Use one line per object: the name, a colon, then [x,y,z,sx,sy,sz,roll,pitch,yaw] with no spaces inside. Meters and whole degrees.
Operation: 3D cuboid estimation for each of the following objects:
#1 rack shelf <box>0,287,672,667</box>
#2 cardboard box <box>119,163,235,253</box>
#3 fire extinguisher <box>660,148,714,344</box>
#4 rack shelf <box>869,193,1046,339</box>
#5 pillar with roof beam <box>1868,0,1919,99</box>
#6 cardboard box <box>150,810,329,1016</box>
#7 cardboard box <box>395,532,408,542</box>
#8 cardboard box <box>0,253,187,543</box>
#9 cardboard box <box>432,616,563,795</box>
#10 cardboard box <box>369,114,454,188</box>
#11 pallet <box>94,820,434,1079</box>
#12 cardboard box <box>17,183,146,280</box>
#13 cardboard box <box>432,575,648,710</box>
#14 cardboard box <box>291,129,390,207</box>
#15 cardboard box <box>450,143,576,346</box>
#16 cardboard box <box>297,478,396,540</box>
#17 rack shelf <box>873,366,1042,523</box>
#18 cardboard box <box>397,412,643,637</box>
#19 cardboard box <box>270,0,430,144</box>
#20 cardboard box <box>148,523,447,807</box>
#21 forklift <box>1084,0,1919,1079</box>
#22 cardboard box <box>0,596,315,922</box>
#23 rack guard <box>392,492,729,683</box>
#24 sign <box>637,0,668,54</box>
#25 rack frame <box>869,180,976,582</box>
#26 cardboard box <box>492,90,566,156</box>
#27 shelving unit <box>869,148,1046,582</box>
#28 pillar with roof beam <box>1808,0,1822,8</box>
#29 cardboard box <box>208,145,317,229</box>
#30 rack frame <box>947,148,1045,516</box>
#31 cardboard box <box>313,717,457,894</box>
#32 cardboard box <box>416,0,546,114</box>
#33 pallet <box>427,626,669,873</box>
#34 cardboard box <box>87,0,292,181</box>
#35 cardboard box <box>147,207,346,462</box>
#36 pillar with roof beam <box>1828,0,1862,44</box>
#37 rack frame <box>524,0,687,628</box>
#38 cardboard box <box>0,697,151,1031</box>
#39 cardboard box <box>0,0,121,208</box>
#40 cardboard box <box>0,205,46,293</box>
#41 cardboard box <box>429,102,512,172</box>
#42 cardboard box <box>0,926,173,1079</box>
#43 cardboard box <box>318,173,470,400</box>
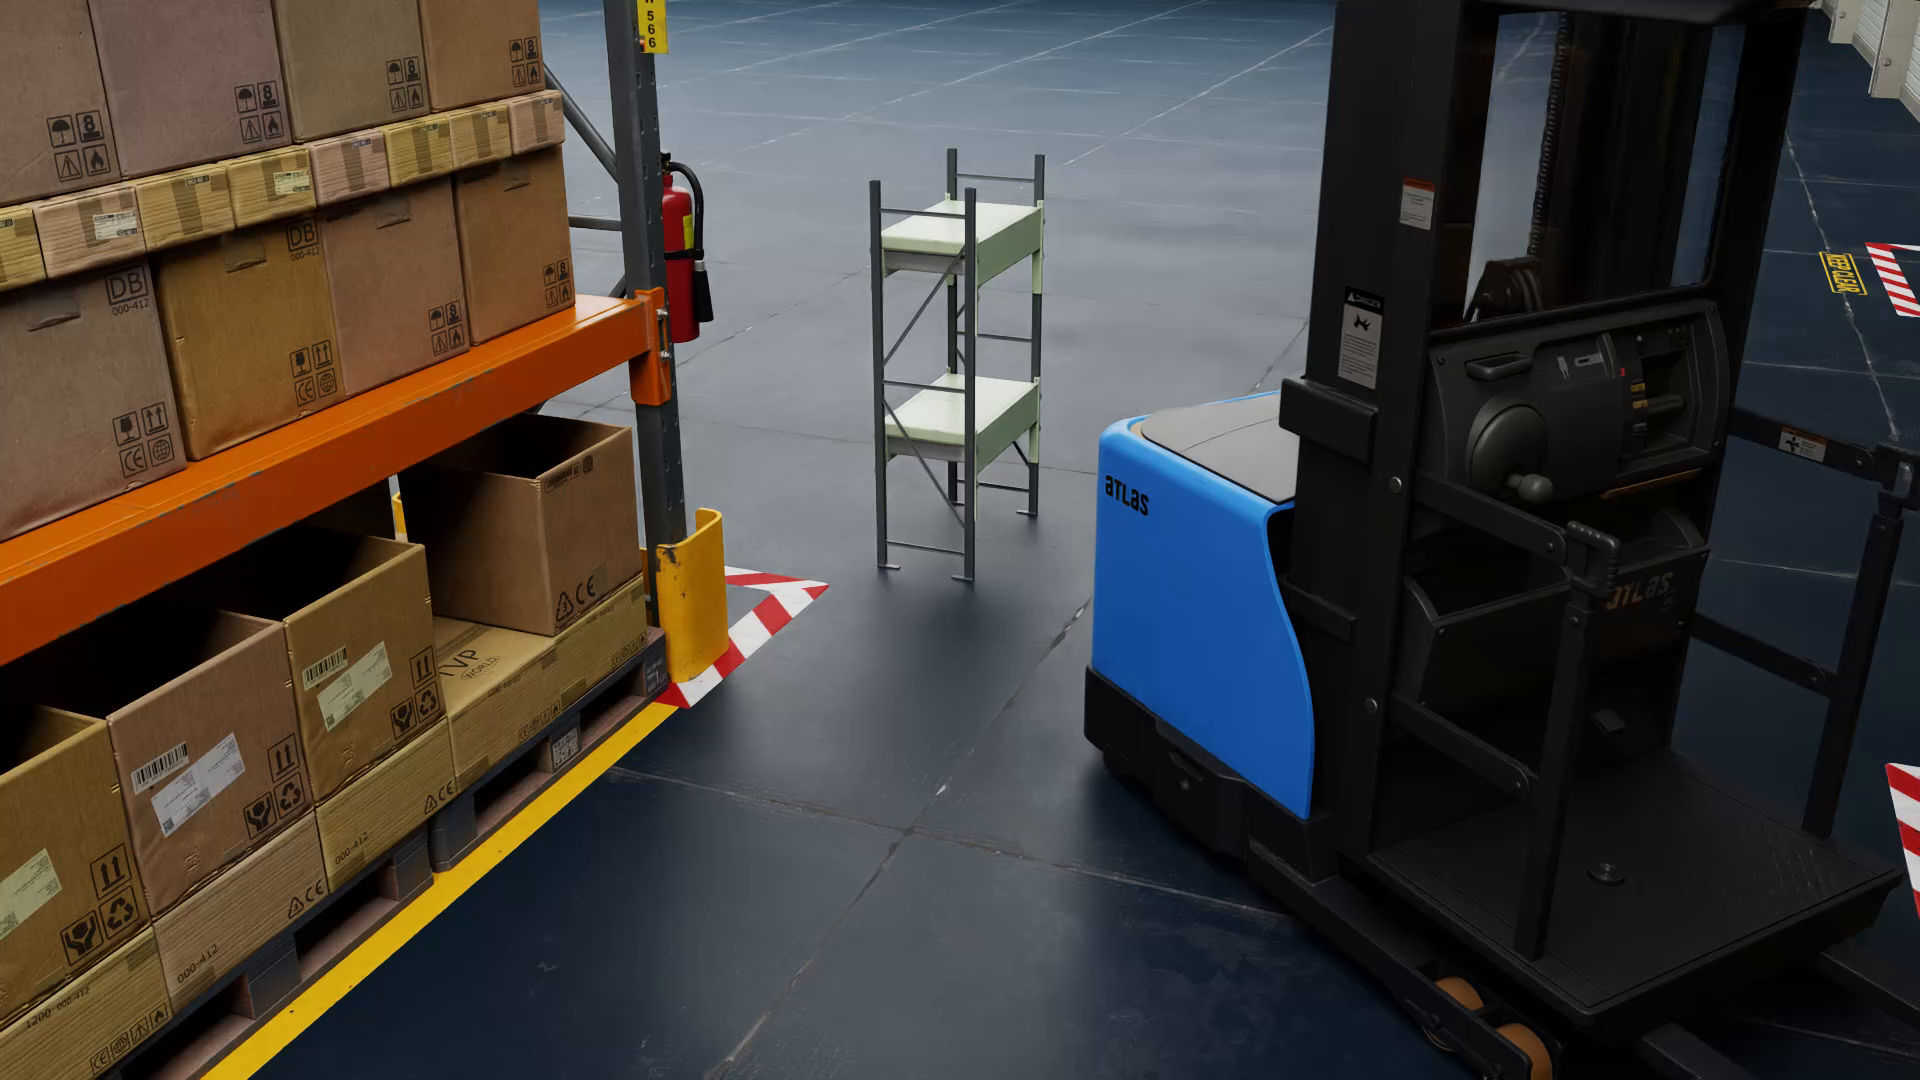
rack shelf: [-2.149,0.016,3.753,1.077,0.370,4.000,9,24,20]
cardboard box: [-1.851,-0.749,3.681,0.380,0.149,0.250,9,24,22]
fire extinguisher: [-0.931,-0.971,5.284,0.296,0.674,0.183,9,24,20]
rack shelf: [0.002,-1.055,6.316,0.431,0.370,0.720,9,24,20]
pillar with roof beam: [6.427,-9.775,18.477,9.100,9.000,0.400,9,24,20]
cardboard box: [-1.877,0.816,3.926,0.500,0.250,0.500,9,24,20]
cardboard box: [-1.812,0.204,5.393,0.500,0.250,0.500,9,24,20]
cardboard box: [-2.164,-0.358,3.585,0.700,0.500,0.500,10,24,22]
cardboard box: [-1.505,0.459,4.783,0.500,0.250,0.500,9,24,20]
cardboard box: [-1.562,-1.027,4.347,0.380,0.149,0.250,8,24,19]
pallet: [-2.106,0.970,4.154,1.003,0.211,1.213,9,24,20]
cardboard box: [-1.945,-0.657,3.461,0.380,0.149,0.250,8,24,19]
cardboard box: [-1.331,0.278,5.216,0.500,0.250,0.500,9,24,20]
cardboard box: [-1.657,-0.938,4.132,0.380,0.149,0.250,9,24,21]
cardboard box: [-1.591,-0.912,4.912,0.700,0.500,0.500,9,24,20]
cardboard box: [-1.996,0.037,4.820,0.500,0.500,0.500,9,24,20]
rack shelf: [0.002,-0.394,6.592,0.431,0.370,0.720,9,24,20]
cardboard box: [-1.329,-0.068,5.070,0.500,0.500,0.500,9,24,20]
cardboard box: [-1.801,-1.303,4.165,0.700,0.500,0.500,8,24,19]
cardboard box: [-1.687,0.292,4.209,0.500,0.500,0.500,9,24,20]
forklift: [1.544,-0.295,3.654,1.130,2.935,3.031,-12,26,-27]
cardboard box: [-1.874,0.471,3.781,0.500,0.500,0.500,9,24,20]
rack guard: [-1.397,0.113,5.830,1.175,0.500,0.348,9,24,20]
sign: [-0.907,-1.592,4.861,0.100,0.325,0.005,9,24,20]
rack frame: [-0.133,-0.563,6.153,0.400,1.500,0.023,9,24,20]
cardboard box: [-1.371,-1.213,4.790,0.380,0.149,0.250,8,24,19]
shelving unit: [0.002,-0.694,6.467,0.431,1.500,0.755,9,24,20]
pillar with roof beam: [10.884,-14.069,28.757,9.100,9.000,0.400,9,24,20]
cardboard box: [-1.755,-0.844,3.907,0.380,0.149,0.250,10,25,22]
rack frame: [0.138,-0.825,6.780,0.400,1.500,0.023,9,24,20]
cardboard box: [-1.690,0.638,4.354,0.500,0.250,0.500,9,24,20]
cardboard box: [-1.611,-1.492,4.617,0.700,0.500,0.500,9,24,20]
pallet: [-1.651,0.535,5.195,1.003,0.211,1.213,9,24,20]
cardboard box: [-1.988,-1.122,3.733,0.700,0.500,0.500,9,24,20]
cardboard box: [-1.972,-0.547,4.038,0.700,0.500,0.500,9,24,20]
pillar with roof beam: [8.656,-11.922,23.617,9.100,9.000,0.400,9,24,20]
rack frame: [-1.406,-1.031,5.327,1.000,3.000,0.127,9,24,20]
cardboard box: [-2.058,0.650,3.352,0.500,0.500,0.500,9,24,20]
cardboard box: [-2.174,-0.943,3.303,0.700,0.500,0.500,9,24,20]
cardboard box: [-2.040,-0.569,3.248,0.380,0.149,0.250,9,24,20]
cardboard box: [-1.467,-1.119,4.566,0.380,0.149,0.250,9,24,21]
cardboard box: [-2.057,0.996,3.496,0.500,0.250,0.500,9,24,20]
cardboard box: [-1.782,-0.724,4.461,0.700,0.500,0.500,9,24,21]
